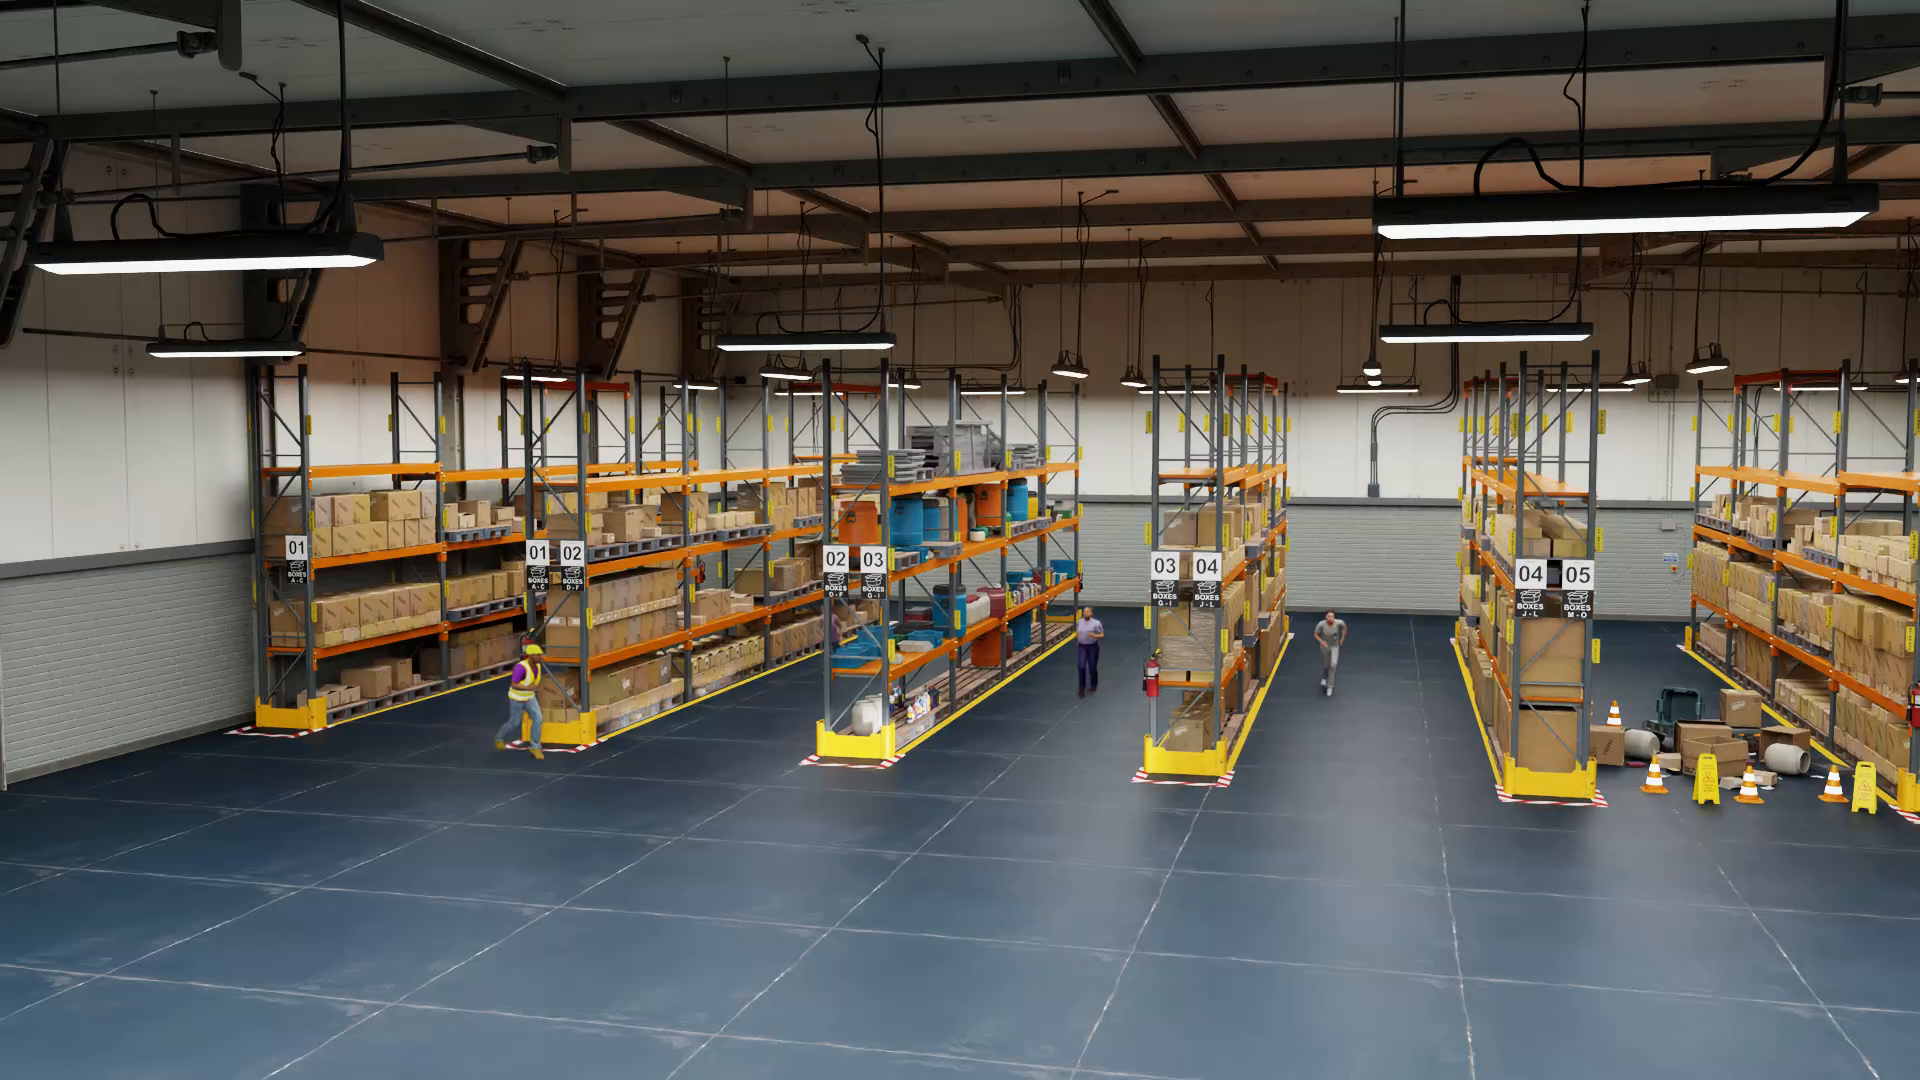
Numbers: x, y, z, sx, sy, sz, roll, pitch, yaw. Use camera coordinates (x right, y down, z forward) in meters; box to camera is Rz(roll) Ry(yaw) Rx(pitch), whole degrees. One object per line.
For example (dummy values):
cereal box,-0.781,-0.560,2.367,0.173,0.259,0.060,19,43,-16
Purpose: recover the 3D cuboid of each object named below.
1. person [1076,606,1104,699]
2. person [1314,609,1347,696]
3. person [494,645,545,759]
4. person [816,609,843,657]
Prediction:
person,2.383,2.058,30.751,0.578,1.687,0.732,1,4,14
person,6.930,2.069,31.222,0.604,1.625,1.009,0,4,3
person,-6.648,2.438,25.142,1.006,1.751,0.730,2,4,26
person,-2.568,2.002,32.775,0.530,1.493,0.699,0,4,-3
